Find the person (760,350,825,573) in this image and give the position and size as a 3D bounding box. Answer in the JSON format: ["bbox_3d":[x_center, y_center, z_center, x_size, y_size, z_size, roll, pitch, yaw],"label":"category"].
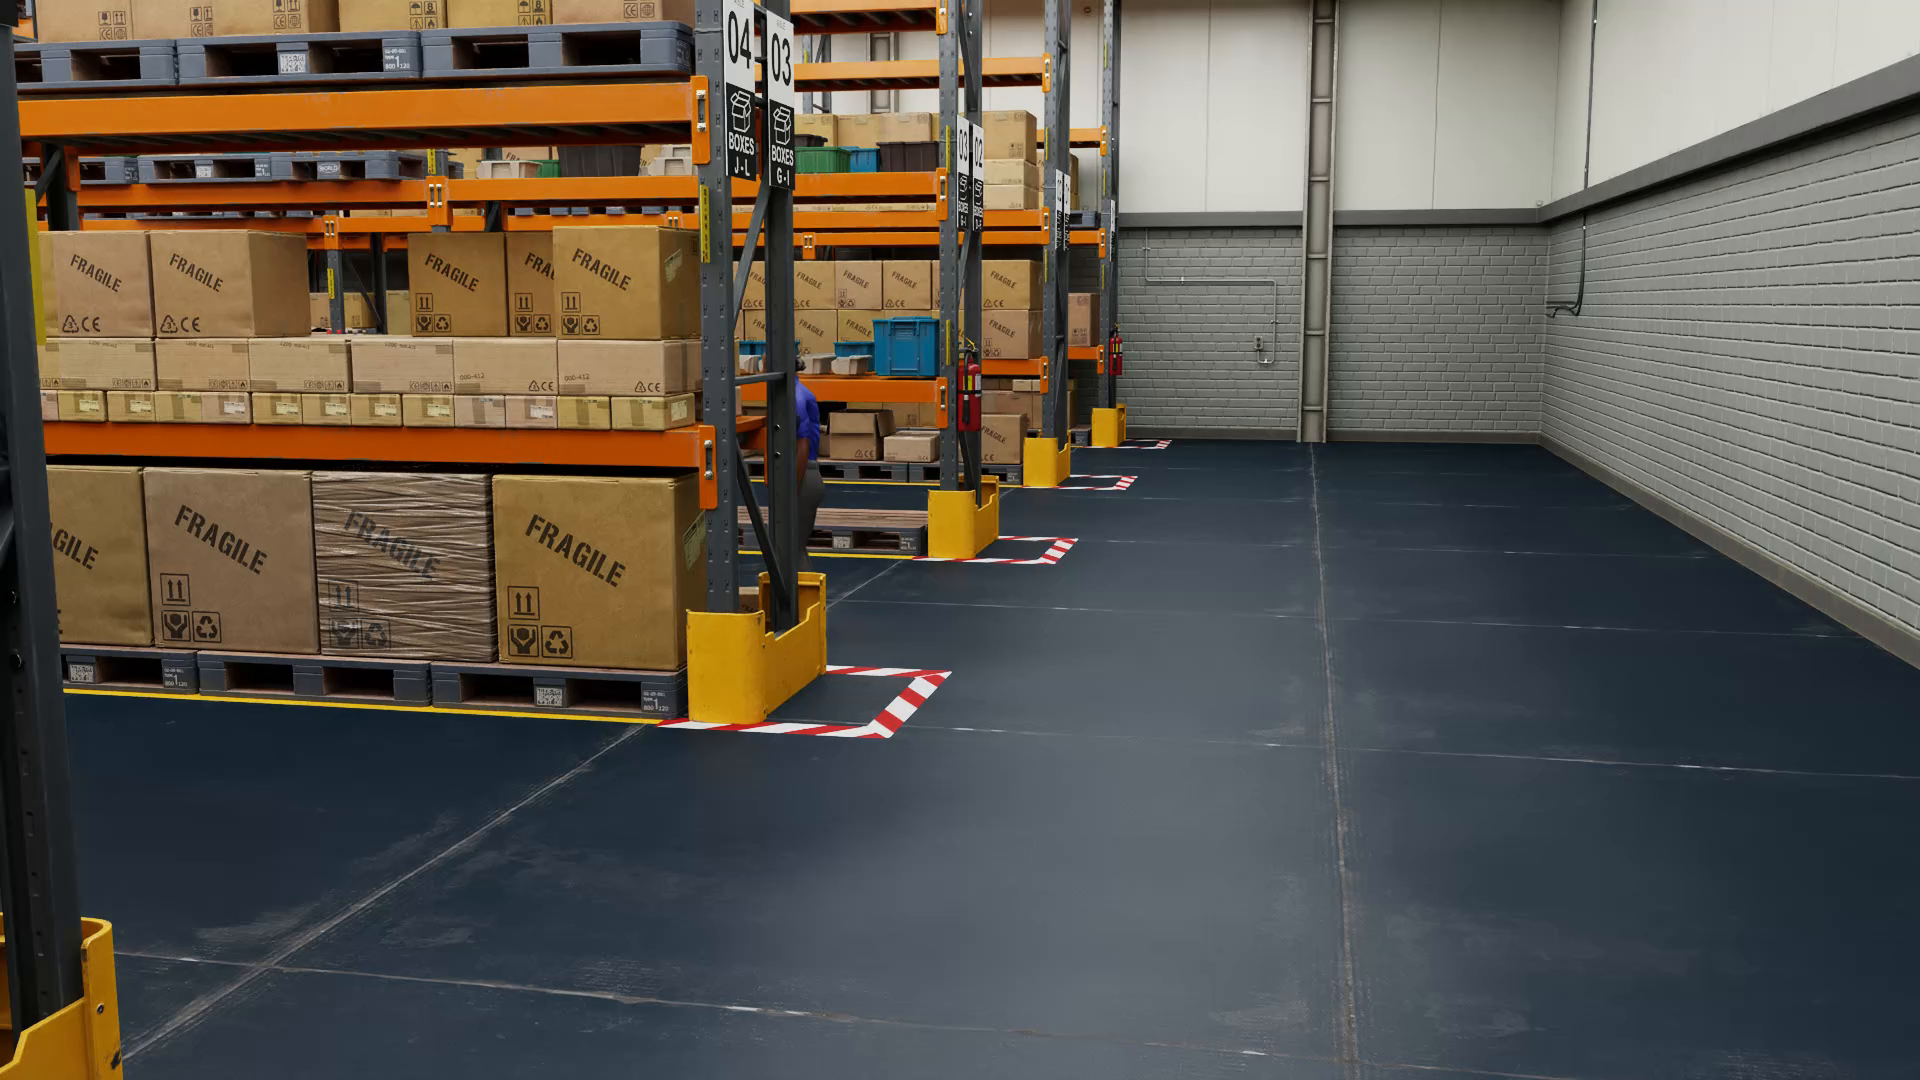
[{"bbox_3d":[-0.938,-0.289,9.380,0.352,1.653,0.527,-1,8,-6],"label":"person"}]
